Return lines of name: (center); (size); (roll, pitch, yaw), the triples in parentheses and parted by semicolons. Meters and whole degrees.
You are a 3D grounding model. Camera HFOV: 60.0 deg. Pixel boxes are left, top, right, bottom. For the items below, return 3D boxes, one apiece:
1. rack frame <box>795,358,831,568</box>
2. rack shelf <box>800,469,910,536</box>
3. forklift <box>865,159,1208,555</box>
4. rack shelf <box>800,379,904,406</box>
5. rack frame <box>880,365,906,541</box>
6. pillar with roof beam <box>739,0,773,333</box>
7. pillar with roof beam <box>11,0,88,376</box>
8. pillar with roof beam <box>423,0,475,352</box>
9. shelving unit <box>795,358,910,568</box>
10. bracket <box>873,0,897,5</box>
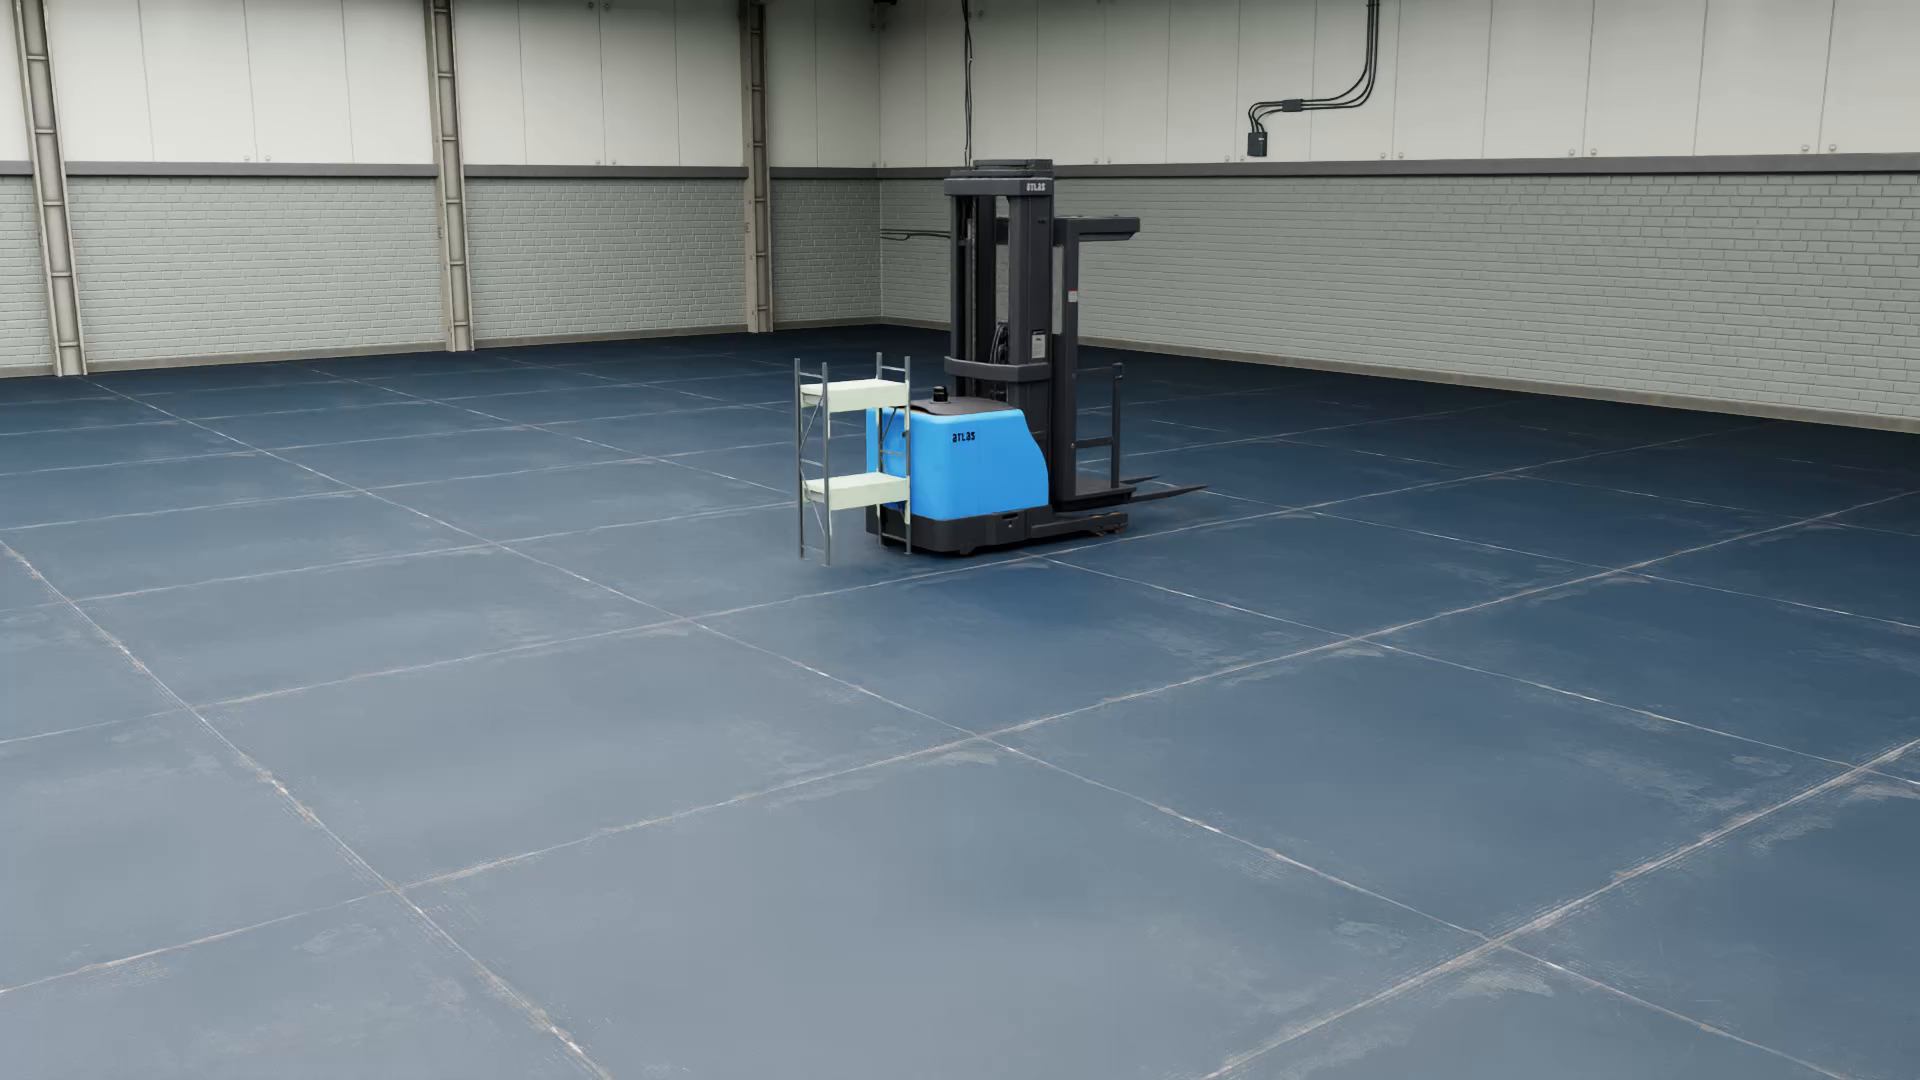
rack frame: (-1.078, -0.560, 12.156); (0.023, 1.500, 0.400); (-9, 15, -37)
rack shelf: (-0.788, -0.288, 12.443); (0.720, 0.370, 0.431); (-9, 15, -37)
forklift: (0.732, -1.544, 13.346); (3.031, 2.935, 1.130); (-9, 15, -37)
rack shelf: (-0.788, -1.084, 12.274); (0.686, 0.124, 0.368); (-9, 15, -37)
rack frame: (-0.500, -0.654, 12.596); (0.010, 1.308, 0.380); (-9, 15, -37)
pillar with roof beam: (-1.158, -7.721, 27.825); (0.400, 9.000, 9.100); (-9, 15, -38)
pillar with roof beam: (-10.529, -6.164, 20.492); (0.400, 9.000, 9.100); (-9, 15, -38)
pillar with roof beam: (-5.844, -6.942, 24.159); (0.400, 9.000, 9.100); (-9, 15, -38)
shelving unit: (-0.791, -0.606, 12.373); (0.748, 1.500, 0.431); (-9, 15, -37)
bracket: (-1.451, -10.484, 32.170); (0.430, 0.232, 0.235); (-9, 15, -38)
